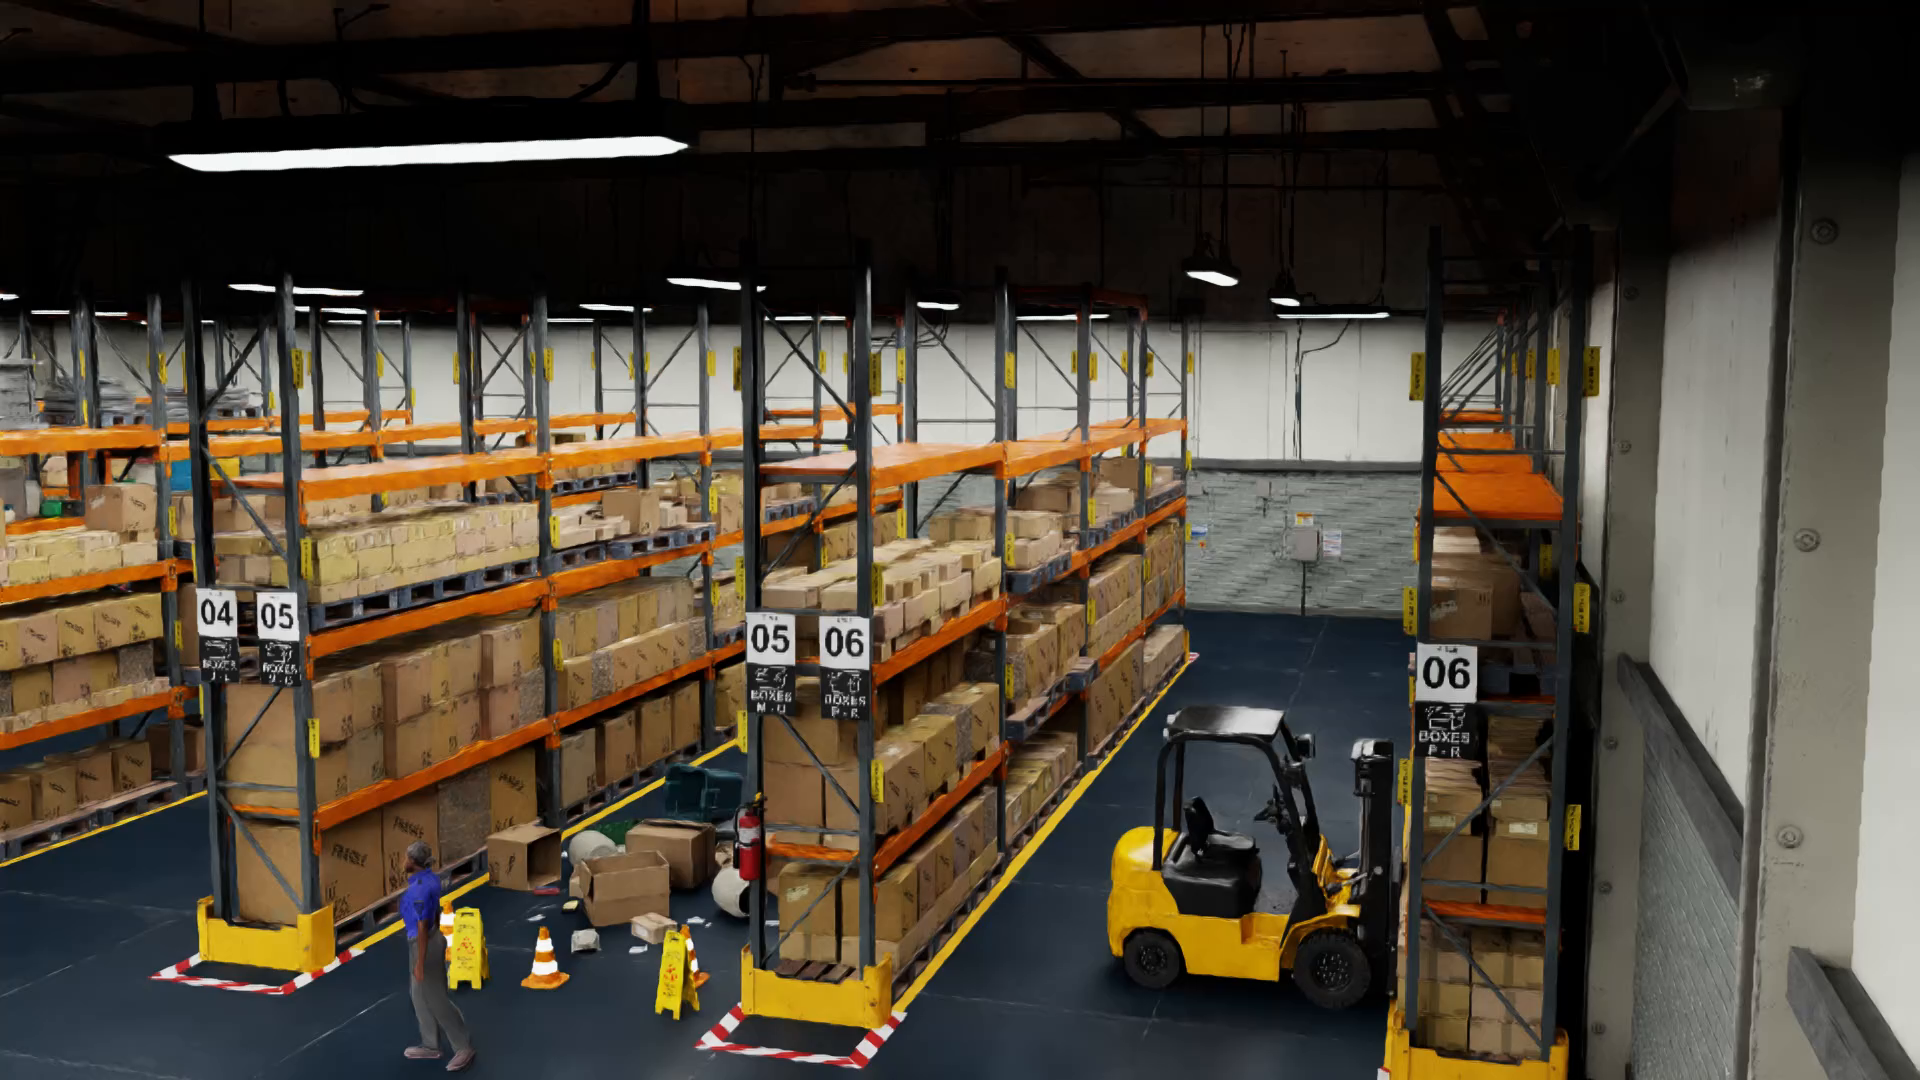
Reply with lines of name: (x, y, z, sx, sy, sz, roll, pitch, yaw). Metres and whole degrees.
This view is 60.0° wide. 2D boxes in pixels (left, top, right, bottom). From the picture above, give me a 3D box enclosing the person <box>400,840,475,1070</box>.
person: (-3.832, 3.005, 12.135, 0.520, 1.648, 0.569, -1, 6, -10)
